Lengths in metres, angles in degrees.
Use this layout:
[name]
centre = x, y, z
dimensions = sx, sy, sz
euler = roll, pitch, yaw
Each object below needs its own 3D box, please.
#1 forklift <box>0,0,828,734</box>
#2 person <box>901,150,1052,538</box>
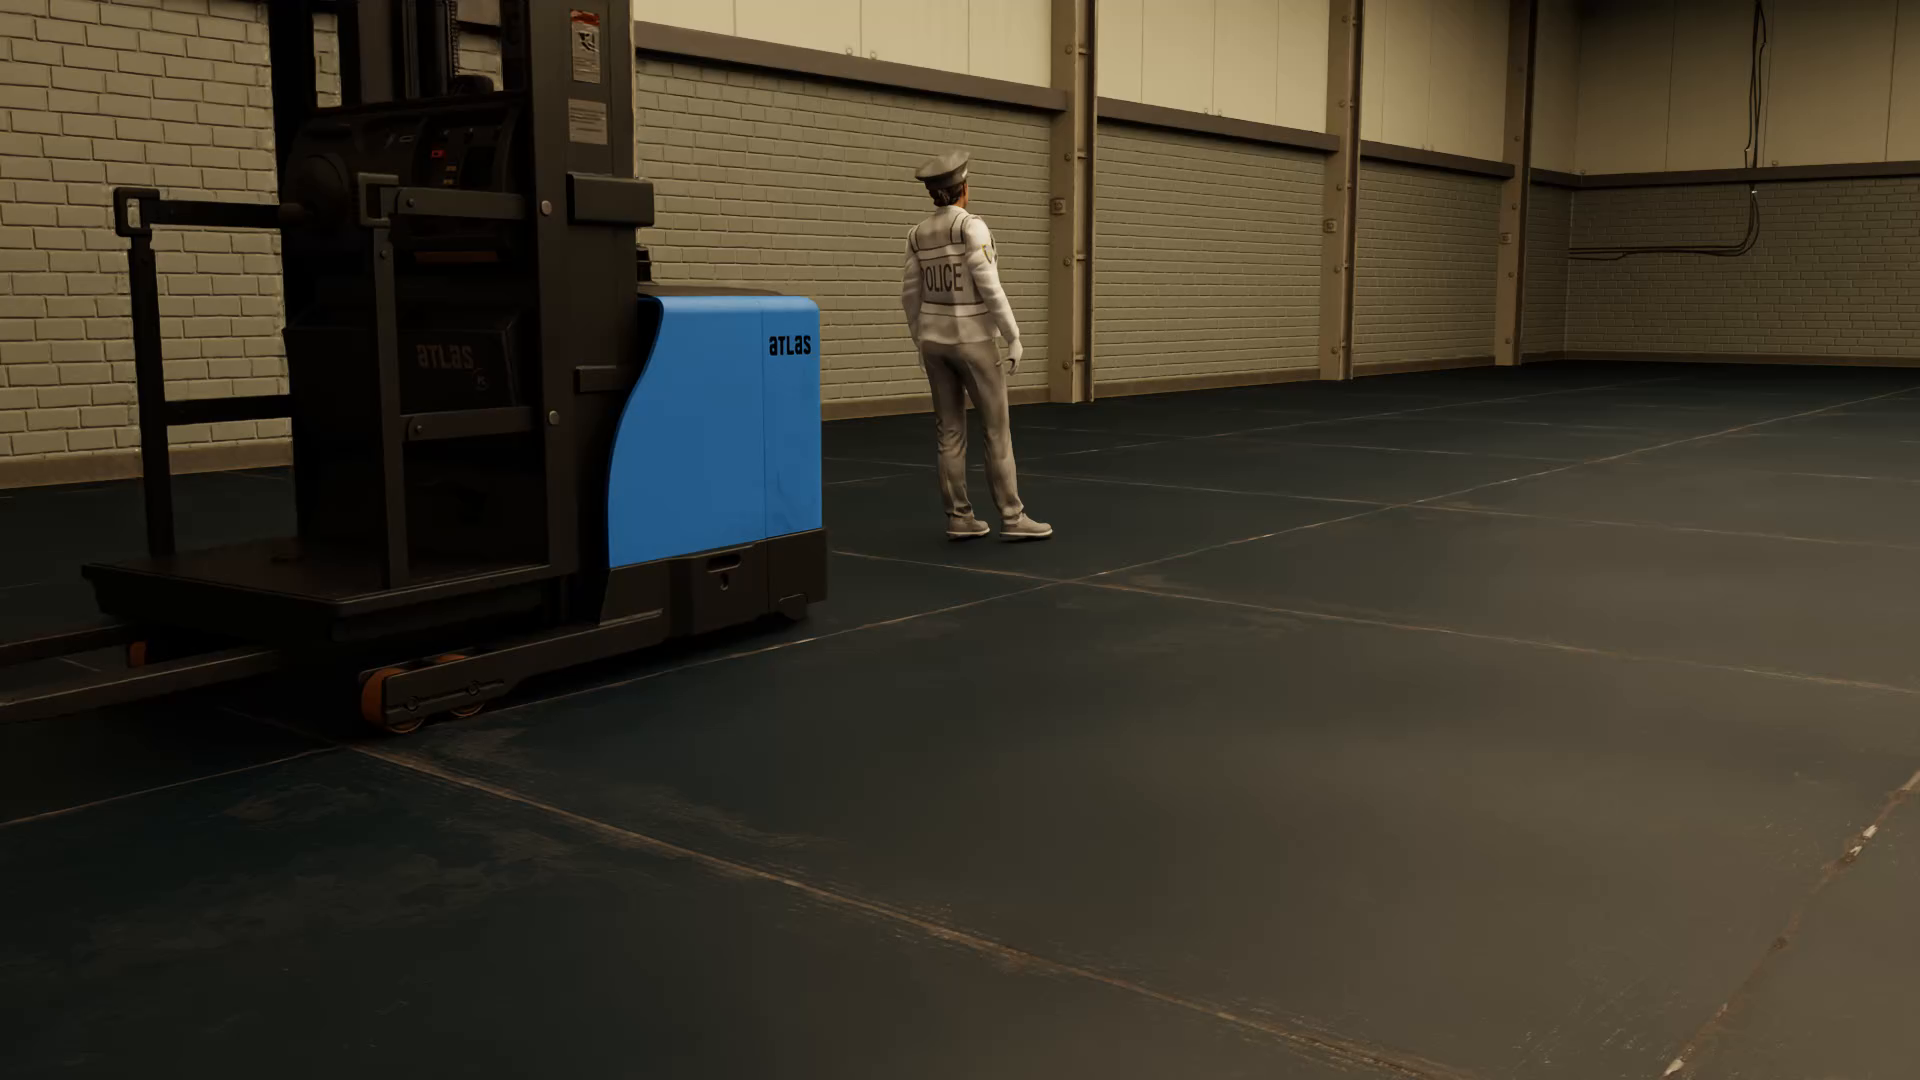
[forklift]
centre = -1.667, -1.046, 4.434
dimensions = 1.130, 2.935, 3.031
euler = 5, 10, 32
[person]
centre = 0.048, -0.852, 7.330
dimensions = 0.588, 1.695, 0.531
euler = 7, 11, 38
